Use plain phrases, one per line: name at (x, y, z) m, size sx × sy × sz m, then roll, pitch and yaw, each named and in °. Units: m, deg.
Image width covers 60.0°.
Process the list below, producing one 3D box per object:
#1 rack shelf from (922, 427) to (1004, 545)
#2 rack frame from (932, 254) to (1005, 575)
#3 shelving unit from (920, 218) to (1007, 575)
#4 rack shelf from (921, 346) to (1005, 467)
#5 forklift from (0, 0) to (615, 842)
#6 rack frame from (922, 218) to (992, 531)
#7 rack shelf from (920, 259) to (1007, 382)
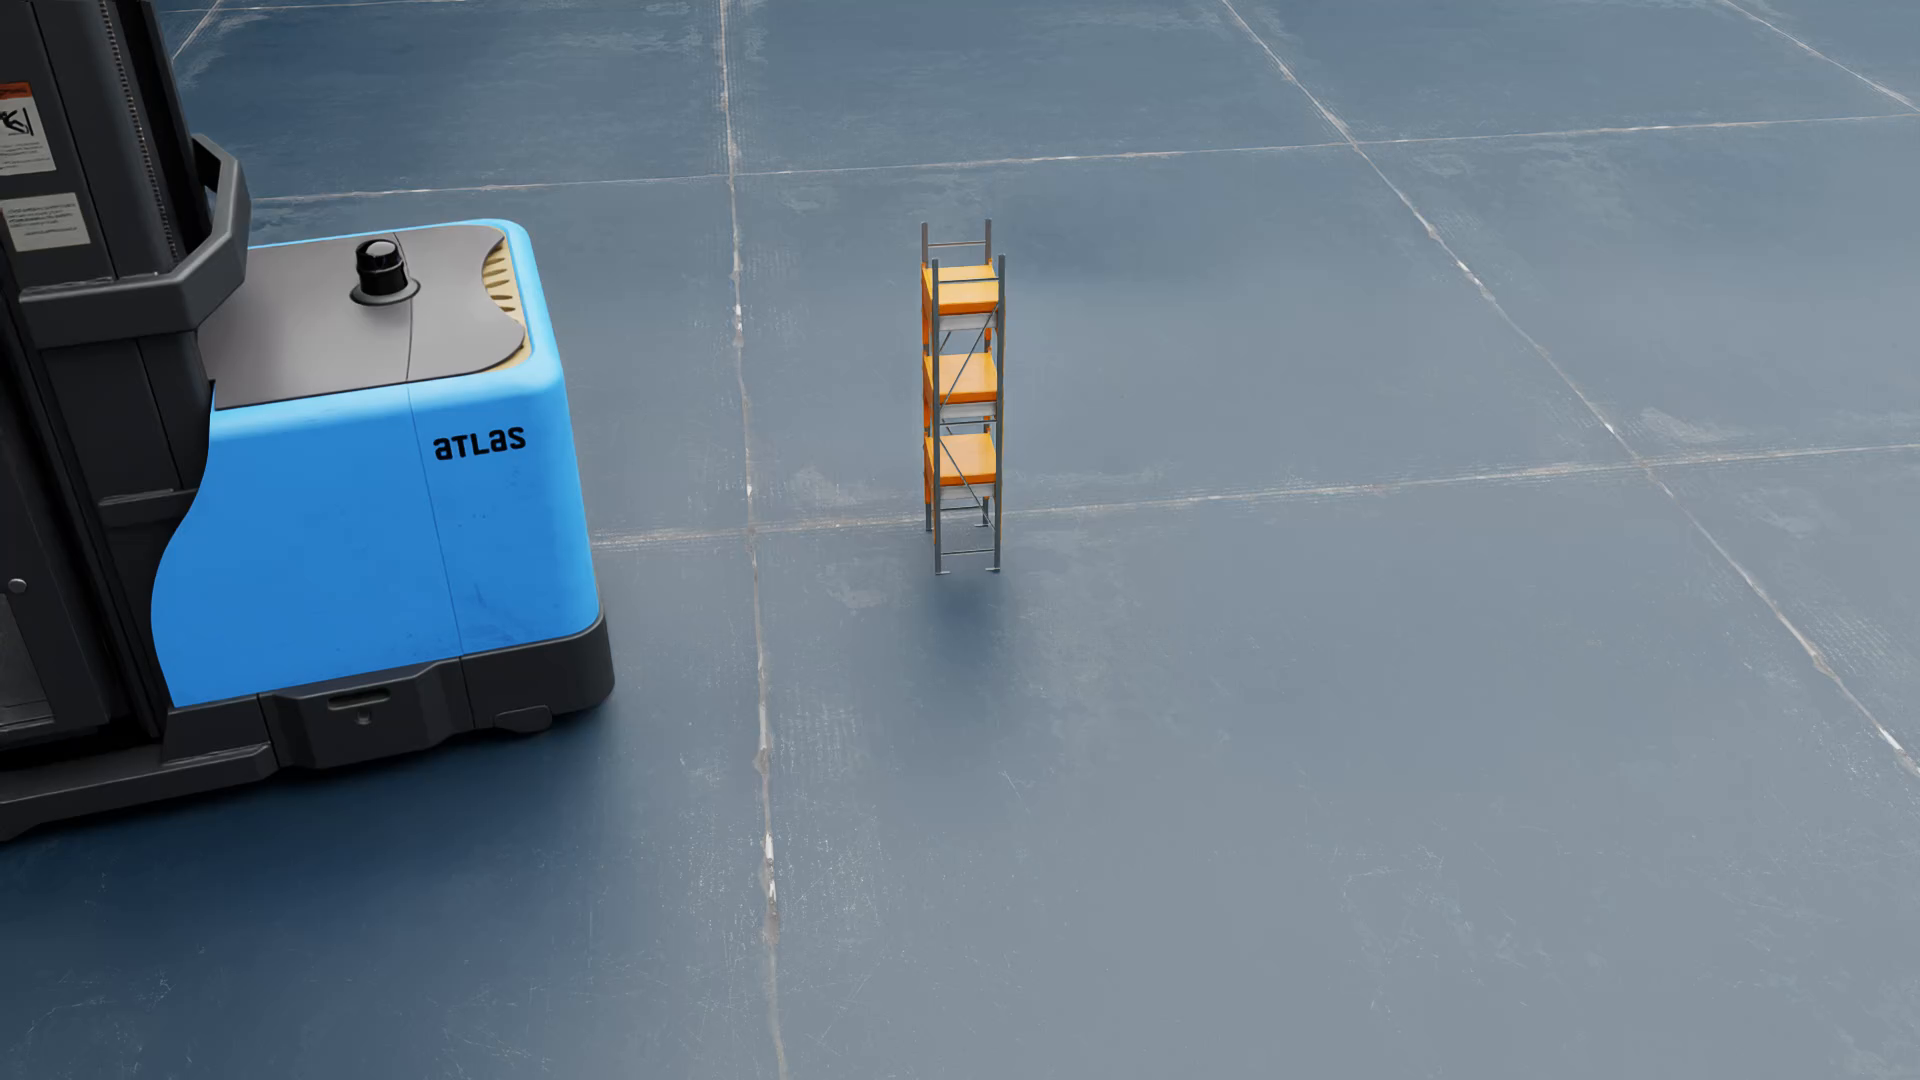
rack shelf at (0.007, -0.166, 5.073) m, size 0.215 × 0.259 × 0.240 m, roll -4°, pitch 35°, yaw -6°
rack frame at (0.024, -0.336, 4.811) m, size 0.200 × 1.050 × 0.008 m, roll -4°, pitch 35°, yaw -6°
shelving unit at (0.007, -0.404, 4.911) m, size 0.215 × 1.050 × 0.252 m, roll -4°, pitch 35°, yaw -6°
rack shelf at (0.007, -0.395, 4.916) m, size 0.215 × 0.259 × 0.240 m, roll -4°, pitch 35°, yaw -6°
forklift at (-2.519, -0.737, 3.729) m, size 3.031 × 2.935 × 1.130 m, roll -10°, pitch 36°, yaw -15°
rack frame at (-0.009, -0.472, 5.010) m, size 0.200 × 1.050 × 0.008 m, roll -4°, pitch 35°, yaw -6°
rack shelf at (0.007, -0.630, 4.757) m, size 0.215 × 0.259 × 0.240 m, roll -4°, pitch 35°, yaw -6°
